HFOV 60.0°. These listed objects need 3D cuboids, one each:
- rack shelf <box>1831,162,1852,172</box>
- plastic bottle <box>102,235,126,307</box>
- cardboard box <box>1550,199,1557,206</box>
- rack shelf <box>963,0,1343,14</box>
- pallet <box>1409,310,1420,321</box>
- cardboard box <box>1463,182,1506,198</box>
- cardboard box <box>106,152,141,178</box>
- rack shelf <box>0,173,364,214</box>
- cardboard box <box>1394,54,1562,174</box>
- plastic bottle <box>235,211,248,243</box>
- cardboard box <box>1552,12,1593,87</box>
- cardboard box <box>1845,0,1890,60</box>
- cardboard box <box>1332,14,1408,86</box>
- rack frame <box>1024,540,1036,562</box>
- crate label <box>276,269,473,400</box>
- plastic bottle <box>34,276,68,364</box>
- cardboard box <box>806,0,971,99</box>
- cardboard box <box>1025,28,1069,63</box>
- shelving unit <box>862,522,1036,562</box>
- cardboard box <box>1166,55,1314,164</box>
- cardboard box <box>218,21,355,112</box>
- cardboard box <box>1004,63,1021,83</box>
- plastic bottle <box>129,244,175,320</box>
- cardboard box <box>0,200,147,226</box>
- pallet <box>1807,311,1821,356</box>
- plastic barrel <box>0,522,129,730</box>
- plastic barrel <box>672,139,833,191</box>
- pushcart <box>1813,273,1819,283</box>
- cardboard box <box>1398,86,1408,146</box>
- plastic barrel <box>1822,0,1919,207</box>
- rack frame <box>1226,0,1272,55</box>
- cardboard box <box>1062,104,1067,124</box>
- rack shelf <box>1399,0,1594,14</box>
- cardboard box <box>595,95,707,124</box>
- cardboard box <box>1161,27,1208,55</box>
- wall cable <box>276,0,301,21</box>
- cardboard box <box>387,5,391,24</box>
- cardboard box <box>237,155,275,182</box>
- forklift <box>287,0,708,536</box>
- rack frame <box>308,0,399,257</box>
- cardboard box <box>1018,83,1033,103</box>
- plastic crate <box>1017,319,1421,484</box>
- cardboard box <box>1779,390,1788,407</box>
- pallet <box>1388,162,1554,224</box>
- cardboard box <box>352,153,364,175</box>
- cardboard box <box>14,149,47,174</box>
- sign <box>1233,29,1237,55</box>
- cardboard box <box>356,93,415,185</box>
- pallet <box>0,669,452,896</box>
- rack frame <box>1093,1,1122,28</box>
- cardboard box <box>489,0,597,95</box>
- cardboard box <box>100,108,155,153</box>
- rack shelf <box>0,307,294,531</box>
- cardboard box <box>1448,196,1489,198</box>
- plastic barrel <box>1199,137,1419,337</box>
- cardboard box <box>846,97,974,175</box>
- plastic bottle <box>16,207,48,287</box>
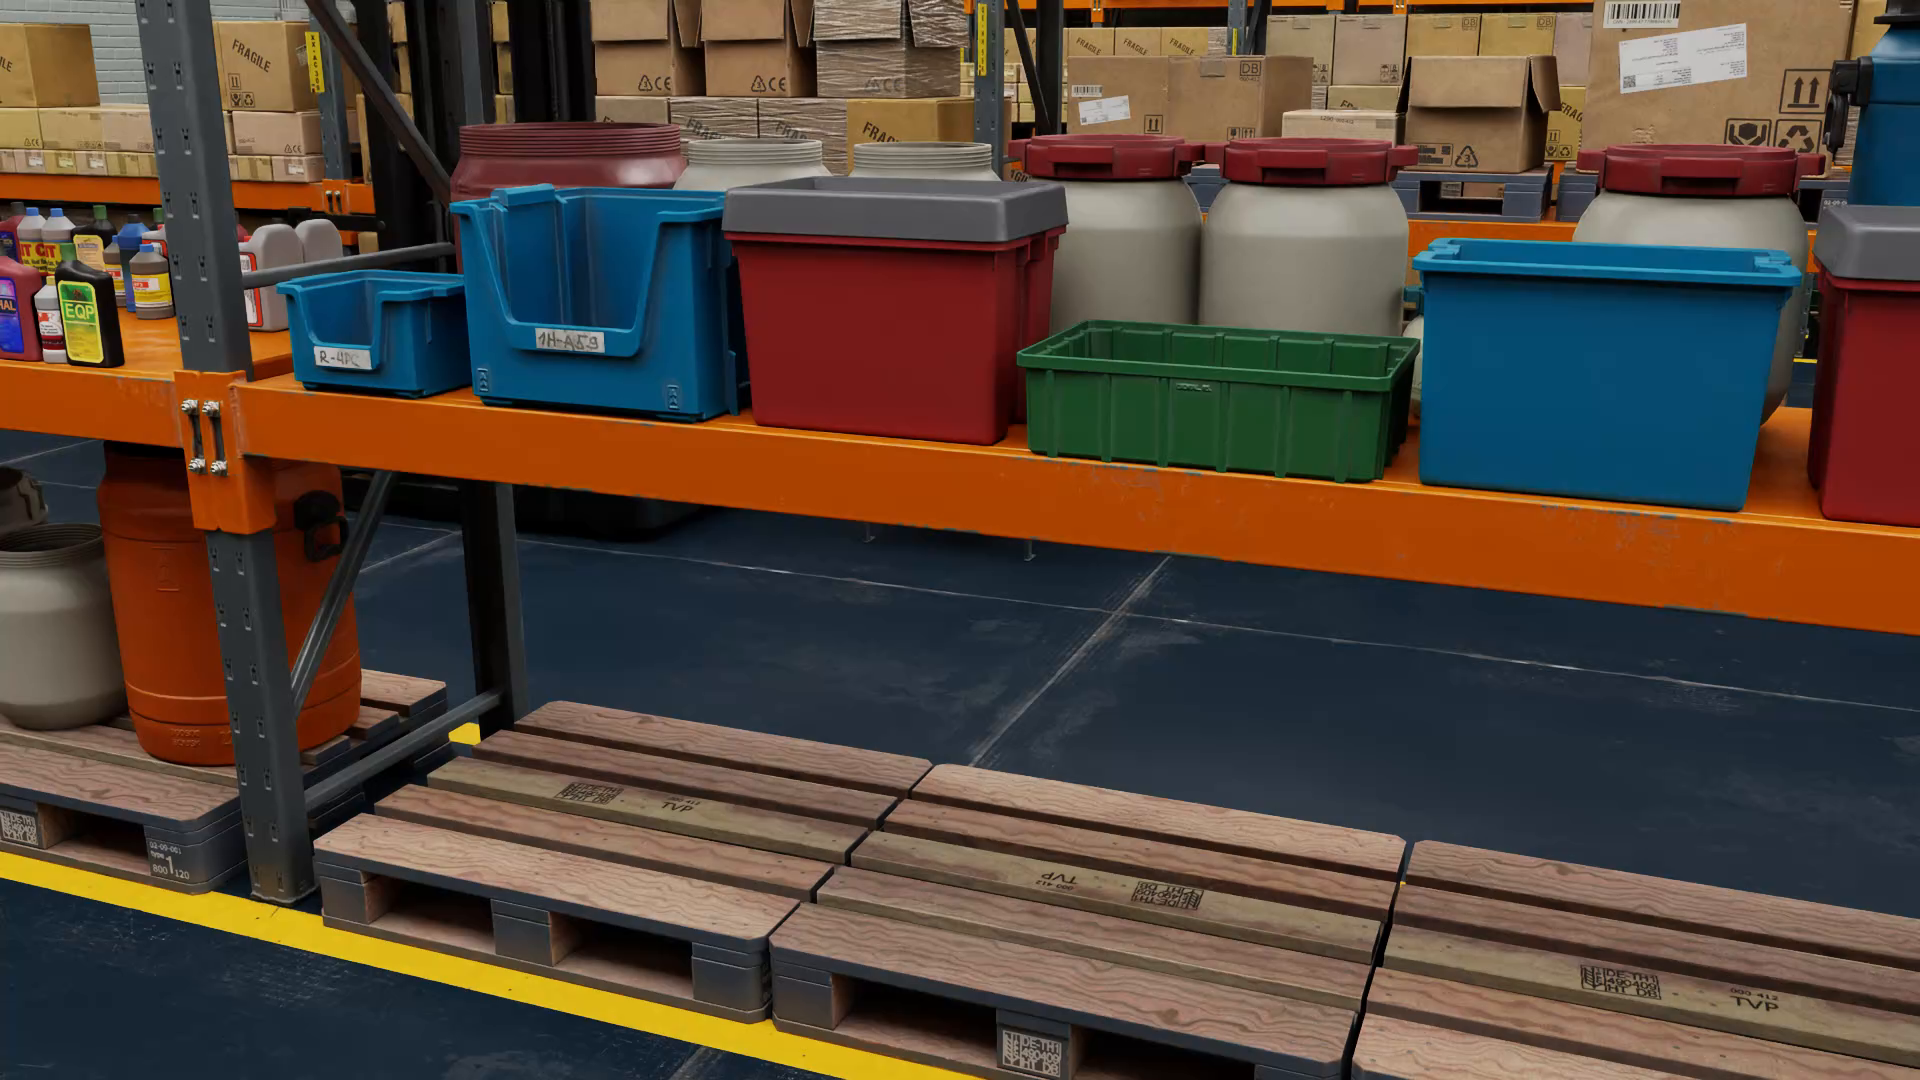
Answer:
[{"bbox_3d":[7.802,-2.276,10.925,4.000,0.370,1.077,6,17,21],"label":"rack shelf"},{"bbox_3d":[-2.447,-0.788,4.863,0.097,0.201,0.097,0,16,0],"label":"plastic bottle"},{"bbox_3d":[4.435,-2.088,12.266,0.750,0.750,1.050,6,17,21],"label":"cardboard box"},{"bbox_3d":[2.082,-5.829,17.784,4.000,0.370,1.077,6,17,21],"label":"rack shelf"},{"bbox_3d":[4.057,-1.671,12.551,1.213,0.211,1.003,6,17,21],"label":"pallet"},{"bbox_3d":[6.946,-4.747,21.650,0.625,0.625,0.875,7,18,22],"label":"cardboard box"},{"bbox_3d":[-5.014,-2.326,10.255,0.250,0.149,0.380,6,17,20],"label":"cardboard box"},{"bbox_3d":[-5.275,-2.228,10.758,4.000,0.370,1.077,6,17,21],"label":"rack shelf"},{"bbox_3d":[2.381,-1.955,7.589,0.637,0.503,0.797,8,18,26],"label":"cardboard box"},{"bbox_3d":[-2.084,-0.793,4.733,0.133,0.283,0.061,6,17,21],"label":"plastic bottle"},{"bbox_3d":[4.528,-3.508,11.904,0.500,0.500,0.700,6,17,21],"label":"cardboard box"},{"bbox_3d":[6.272,-3.370,11.197,0.550,0.550,0.875,6,17,21],"label":"cardboard box"},{"bbox_3d":[3.105,-3.664,12.442,0.500,0.500,0.700,6,17,20],"label":"cardboard box"},{"bbox_3d":[0.347,-0.682,6.833,0.023,1.500,0.400,6,17,21],"label":"rack frame"},{"bbox_3d":[-1.256,-0.454,3.659,0.416,0.233,0.303,6,17,21],"label":"crate label"},{"bbox_3d":[-2.144,-0.527,3.965,0.097,0.201,0.097,0,16,0],"label":"plastic bottle"},{"bbox_3d":[-0.368,-2.568,8.662,0.637,0.503,0.797,7,18,23],"label":"cardboard box"},{"bbox_3d":[1.009,-5.303,18.087,0.500,0.500,0.500,6,17,20],"label":"cardboard box"},{"bbox_3d":[0.006,-0.720,6.962,0.755,1.500,0.431,6,17,21],"label":"shelving unit"},{"bbox_3d":[1.380,-2.133,8.209,0.500,0.500,0.700,9,19,29],"label":"cardboard box"},{"bbox_3d":[-3.940,-2.777,9.751,0.500,0.500,0.500,7,18,22],"label":"cardboard box"},{"bbox_3d":[0.394,-3.666,13.053,0.250,0.149,0.380,7,18,23],"label":"cardboard box"},{"bbox_3d":[-2.254,-0.721,4.633,0.097,0.201,0.097,0,16,0],"label":"plastic bottle"},{"bbox_3d":[-5.664,-1.821,11.125,0.875,0.875,0.875,6,17,21],"label":"cardboard box"},{"bbox_3d":[6.620,-1.389,11.580,1.213,0.211,1.003,6,17,21],"label":"pallet"},{"bbox_3d":[-2.530,0.238,4.683,0.421,0.512,0.421,0,16,0],"label":"plastic barrel"},{"bbox_3d":[-0.475,-0.679,3.931,0.421,0.512,0.421,0,16,0],"label":"plastic barrel"},{"bbox_3d":[6.874,-2.265,14.298,0.936,0.377,1.648,0,16,1],"label":"pushcart"},{"bbox_3d":[3.482,-3.065,12.171,0.500,0.500,0.500,6,17,21],"label":"cardboard box"},{"bbox_3d":[1.962,-0.625,3.046,0.708,0.901,0.600,6,17,21],"label":"plastic barrel"},{"bbox_3d":[2.220,-3.236,12.939,0.127,3.000,1.000,6,17,21],"label":"rack frame"},{"bbox_3d":[0.893,-3.326,12.949,0.250,0.149,0.380,6,17,20],"label":"cardboard box"},{"bbox_3d":[7.621,-6.708,20.810,4.000,0.370,1.077,6,17,21],"label":"rack shelf"},{"bbox_3d":[-1.662,-2.151,9.023,0.500,0.500,0.500,7,17,22],"label":"cardboard box"},{"bbox_3d":[2.426,-5.146,17.546,0.500,0.500,0.500,6,17,21],"label":"cardboard box"},{"bbox_3d":[-8.753,-6.422,22.036,0.123,1.953,0.585,6,17,21],"label":"wall cable"},{"bbox_3d":[-4.901,-4.610,15.168,0.500,0.500,0.500,6,17,20],"label":"cardboard box"},{"bbox_3d":[-4.058,-2.221,9.893,0.250,0.149,0.380,7,17,22],"label":"cardboard box"},{"bbox_3d":[-2.494,-1.675,7.687,3.031,2.935,1.130,7,18,22],"label":"forklift"},{"bbox_3d":[-3.414,-2.369,9.953,0.127,3.000,1.000,6,17,21],"label":"rack frame"},{"bbox_3d":[0.636,-3.497,13.003,0.250,0.149,0.380,6,17,20],"label":"cardboard box"},{"bbox_3d":[0.487,-0.269,3.100,0.662,0.188,0.450,6,17,21],"label":"plastic crate"},{"bbox_3d":[3.464,-0.630,7.657,0.500,0.500,0.700,5,17,16],"label":"cardboard box"},{"bbox_3d":[2.163,-1.676,7.909,1.213,0.211,1.003,6,17,21],"label":"pallet"},{"bbox_3d":[-3.568,-2.365,10.389,0.250,0.149,0.380,6,17,21],"label":"cardboard box"},{"bbox_3d":[-5.729,-2.405,10.527,0.250,0.149,0.380,6,17,20],"label":"cardboard box"},{"bbox_3d":[2.030,-3.612,12.300,0.005,0.325,0.100,6,17,21],"label":"sign"},{"bbox_3d":[-3.078,-2.305,9.554,0.500,0.500,0.500,6,17,21],"label":"cardboard box"},{"bbox_3d":[-2.259,0.594,4.748,1.213,0.211,1.003,6,17,21],"label":"pallet"},{"bbox_3d":[2.039,-6.227,23.242,0.127,3.000,1.000,6,17,21],"label":"rack frame"},{"bbox_3d":[-2.183,-2.762,9.329,0.637,0.503,0.797,6,17,21],"label":"cardboard box"},{"bbox_3d":[-4.879,-2.521,10.213,0.500,0.250,0.500,7,17,22],"label":"cardboard box"},{"bbox_3d":[-3.371,-0.534,4.924,4.000,0.370,1.077,6,17,21],"label":"rack shelf"},{"bbox_3d":[5.154,-3.336,17.244,0.625,0.372,0.950,6,17,20],"label":"cardboard box"},{"bbox_3d":[0.718,-0.561,3.482,0.433,0.535,0.433,0,16,0],"label":"plastic barrel"},{"bbox_3d":[-0.243,-1.994,8.482,0.500,0.500,0.500,7,18,22],"label":"cardboard box"},{"bbox_3d":[-2.752,-0.855,4.969,0.097,0.271,0.097,0,16,0],"label":"plastic bottle"}]
